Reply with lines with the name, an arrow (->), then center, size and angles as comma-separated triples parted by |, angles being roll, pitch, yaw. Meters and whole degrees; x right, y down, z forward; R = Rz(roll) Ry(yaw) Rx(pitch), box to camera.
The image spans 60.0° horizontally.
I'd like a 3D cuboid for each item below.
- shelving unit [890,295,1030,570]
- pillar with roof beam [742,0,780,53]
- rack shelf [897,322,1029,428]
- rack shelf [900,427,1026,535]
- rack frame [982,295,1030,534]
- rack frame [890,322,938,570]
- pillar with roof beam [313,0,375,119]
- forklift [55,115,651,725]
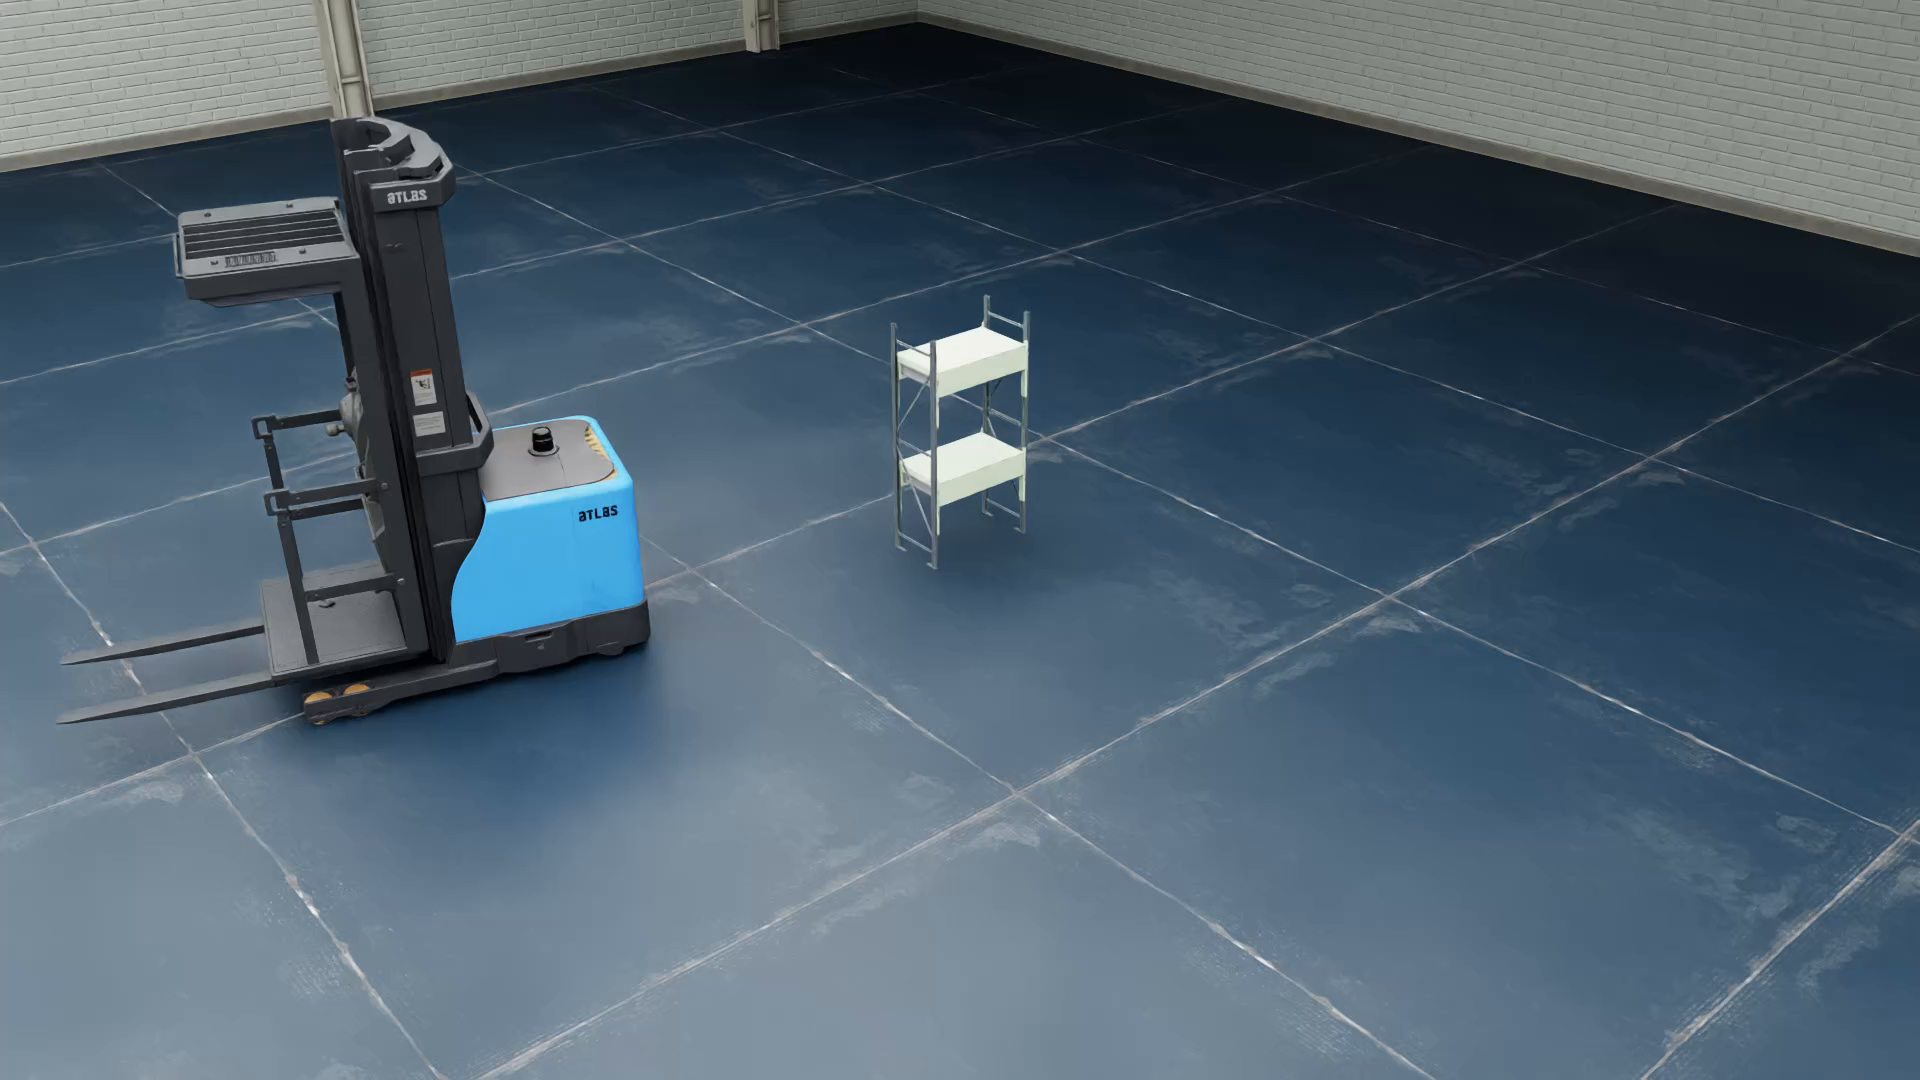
shelving unit -> 0.005, -0.664, 10.259 | 0.755, 1.500, 0.431 | -22, 35, -35
pillar with roof beam -> -0.015, -9.412, 18.673 | 0.400, 9.000, 9.100 | -22, 35, -35
rack shelf -> 0.005, -1.008, 10.075 | 0.720, 0.370, 0.431 | -22, 35, -35
rack shelf -> 0.005, -0.376, 10.412 | 0.720, 0.370, 0.431 | -22, 35, -35
rack frame -> 0.284, -0.775, 10.468 | 0.023, 1.500, 0.400 | -22, 35, -35
rack frame -> -0.273, -0.552, 10.049 | 0.023, 1.500, 0.400 | -22, 35, -35
pillar with roof beam -> -4.580, -7.577, 15.239 | 0.400, 9.000, 9.100 | -22, 35, -35
forklift -> -3.321, -0.602, 8.624 | 3.031, 2.935, 1.130 | -12, 30, -21
